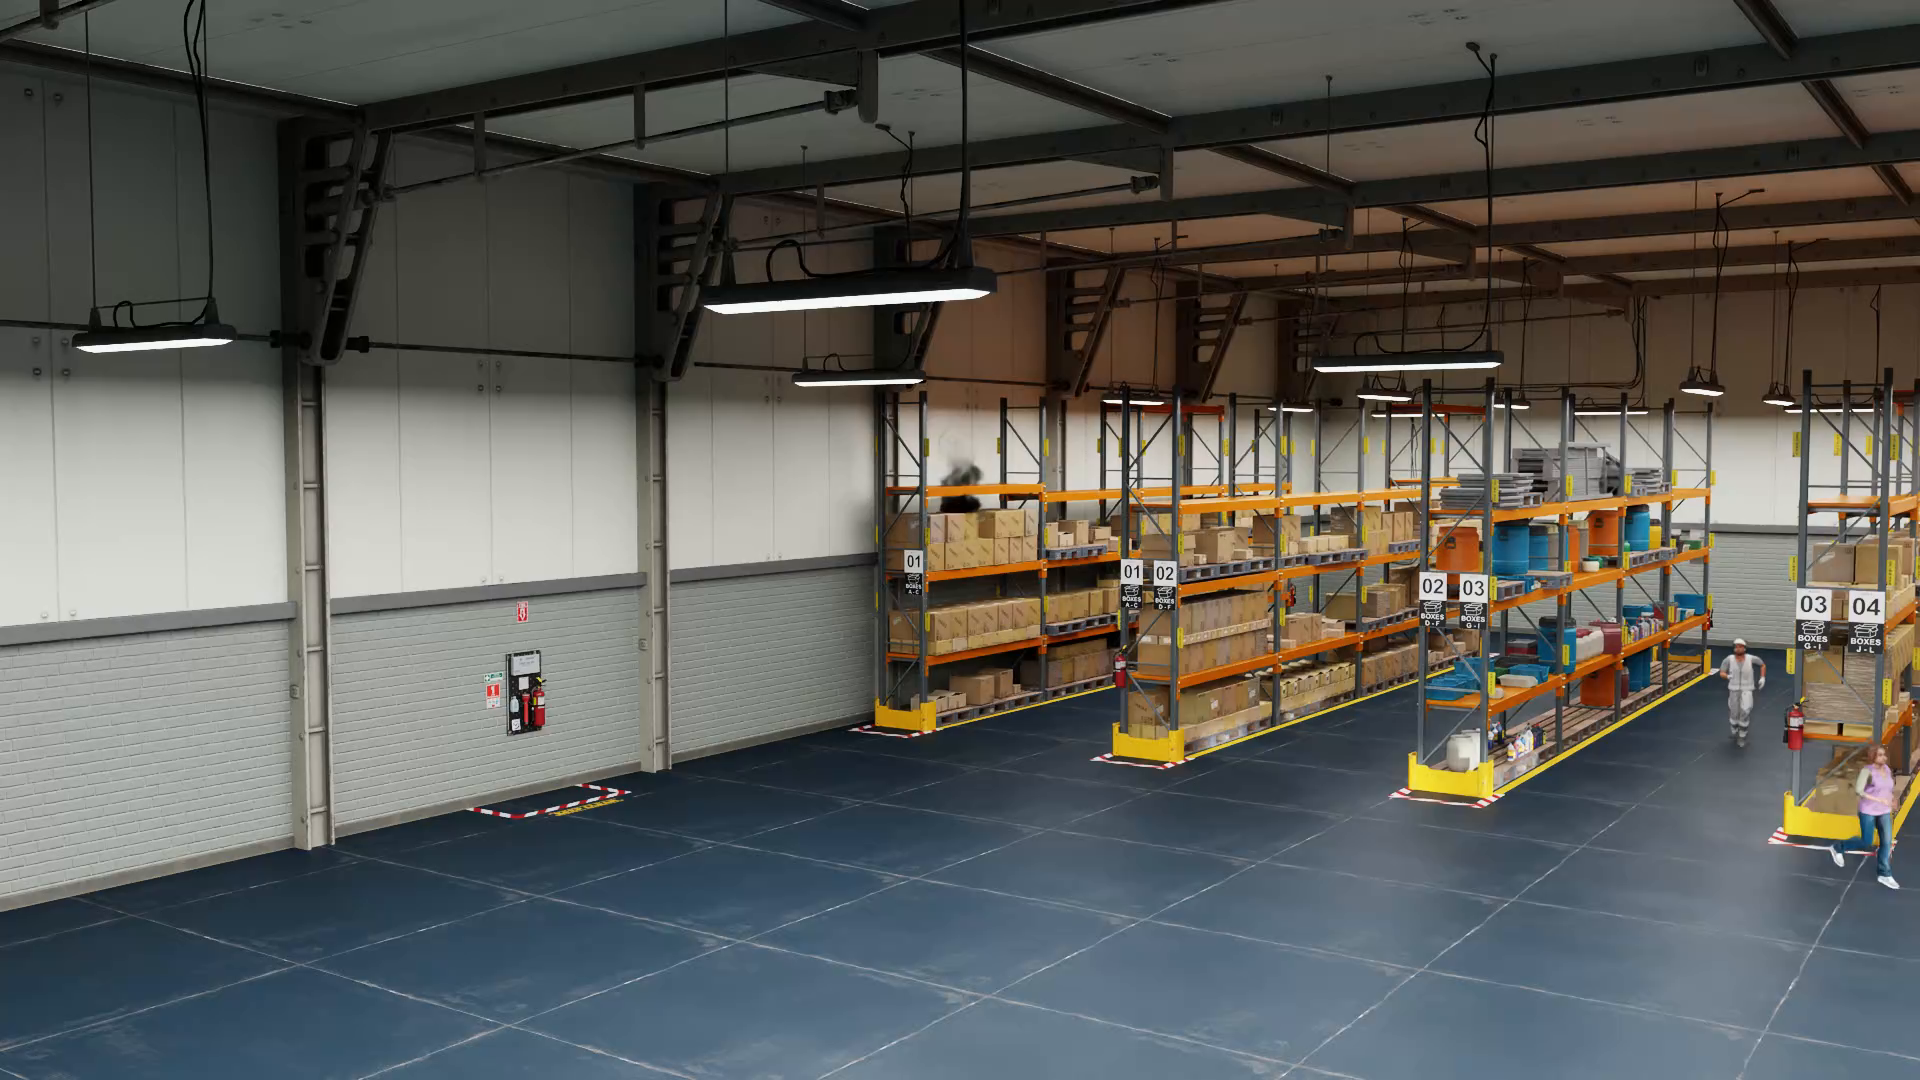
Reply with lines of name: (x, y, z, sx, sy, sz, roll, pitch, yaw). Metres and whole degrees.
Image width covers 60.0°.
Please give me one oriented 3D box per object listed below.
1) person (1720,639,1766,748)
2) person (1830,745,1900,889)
person: (13.133, 2.560, 27.935, 0.674, 1.817, 0.904, 2, 4, 32)
person: (10.503, 3.150, 19.195, 0.536, 1.597, 0.840, -1, 3, -18)
